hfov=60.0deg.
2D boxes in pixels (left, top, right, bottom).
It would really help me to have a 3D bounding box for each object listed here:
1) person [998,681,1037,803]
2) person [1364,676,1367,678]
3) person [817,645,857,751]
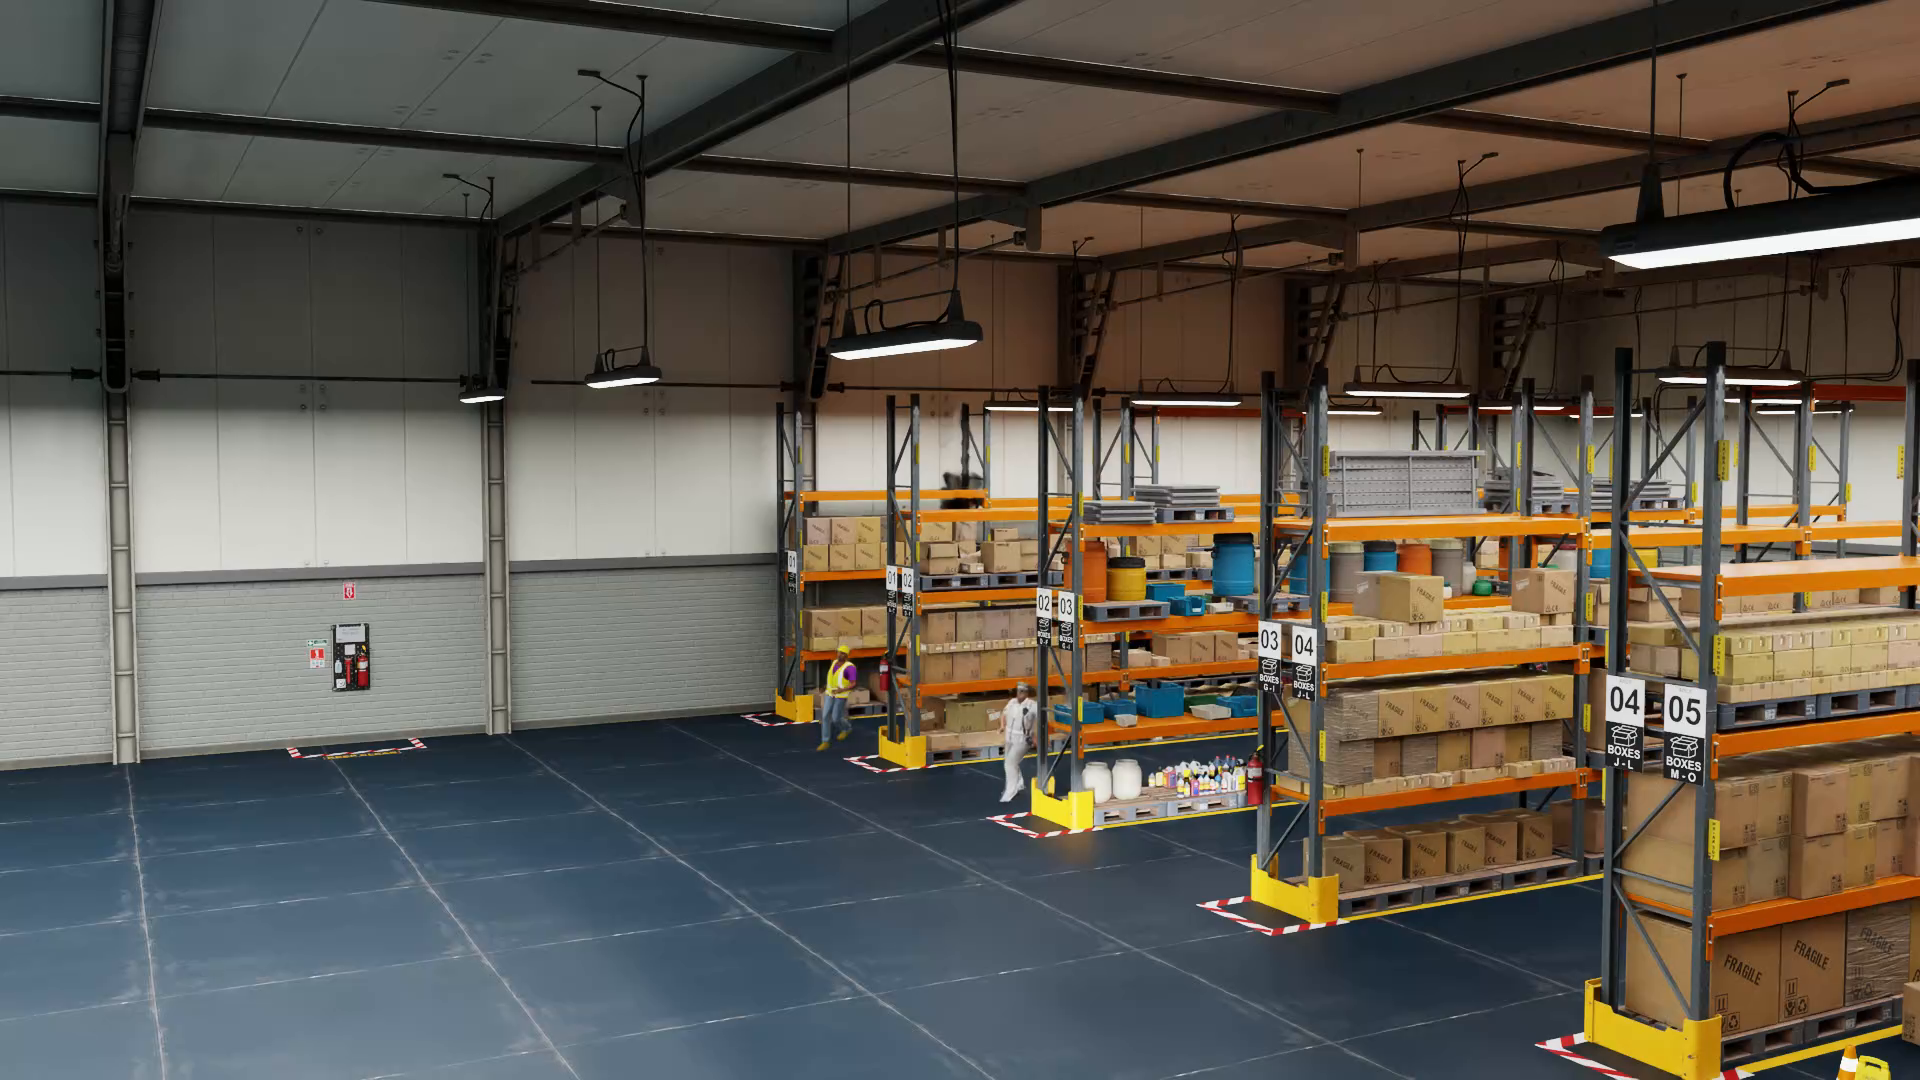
[{"bbox_3d":[0.878,2.939,24.218,0.734,1.808,0.696,3,4,43],"label":"person"},{"bbox_3d":[6.805,2.686,28.893,0.829,1.731,0.654,-2,4,-30],"label":"person"},{"bbox_3d":[-2.013,2.631,27.943,0.733,1.752,0.819,2,4,34],"label":"person"}]
